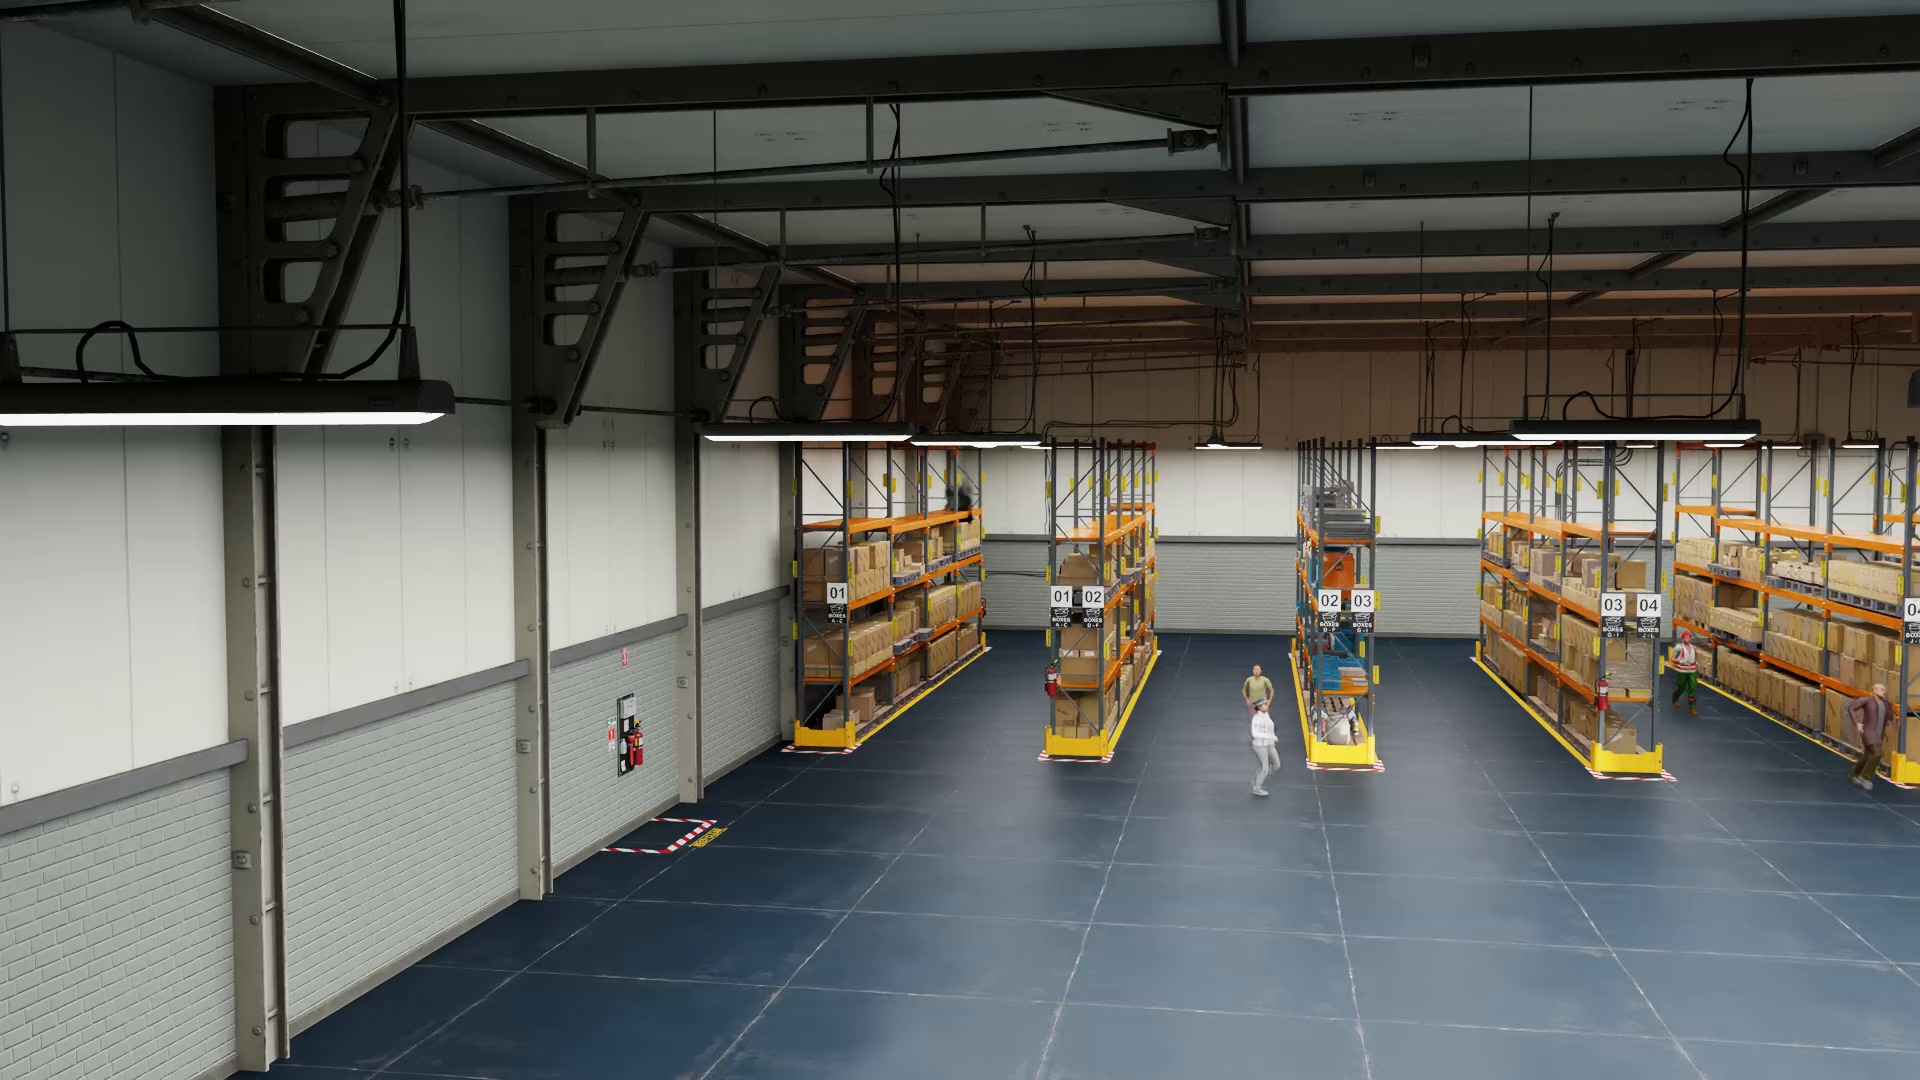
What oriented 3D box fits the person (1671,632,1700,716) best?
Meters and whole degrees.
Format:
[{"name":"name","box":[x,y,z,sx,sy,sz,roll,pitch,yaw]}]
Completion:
[{"name":"person","box":[15.837,2.886,36.283,0.656,1.786,0.987,0,3,-1]}]

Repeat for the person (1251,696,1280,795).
[{"name":"person","box":[5.106,3.421,27.661,0.542,1.654,0.603,2,4,40]}]

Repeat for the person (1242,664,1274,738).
[{"name":"person","box":[5.781,3.203,32.295,0.605,1.633,0.642,1,3,13]}]

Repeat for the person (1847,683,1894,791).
[{"name":"person","box":[15.624,3.356,28.436,0.666,1.814,0.746,-1,3,-19]}]
